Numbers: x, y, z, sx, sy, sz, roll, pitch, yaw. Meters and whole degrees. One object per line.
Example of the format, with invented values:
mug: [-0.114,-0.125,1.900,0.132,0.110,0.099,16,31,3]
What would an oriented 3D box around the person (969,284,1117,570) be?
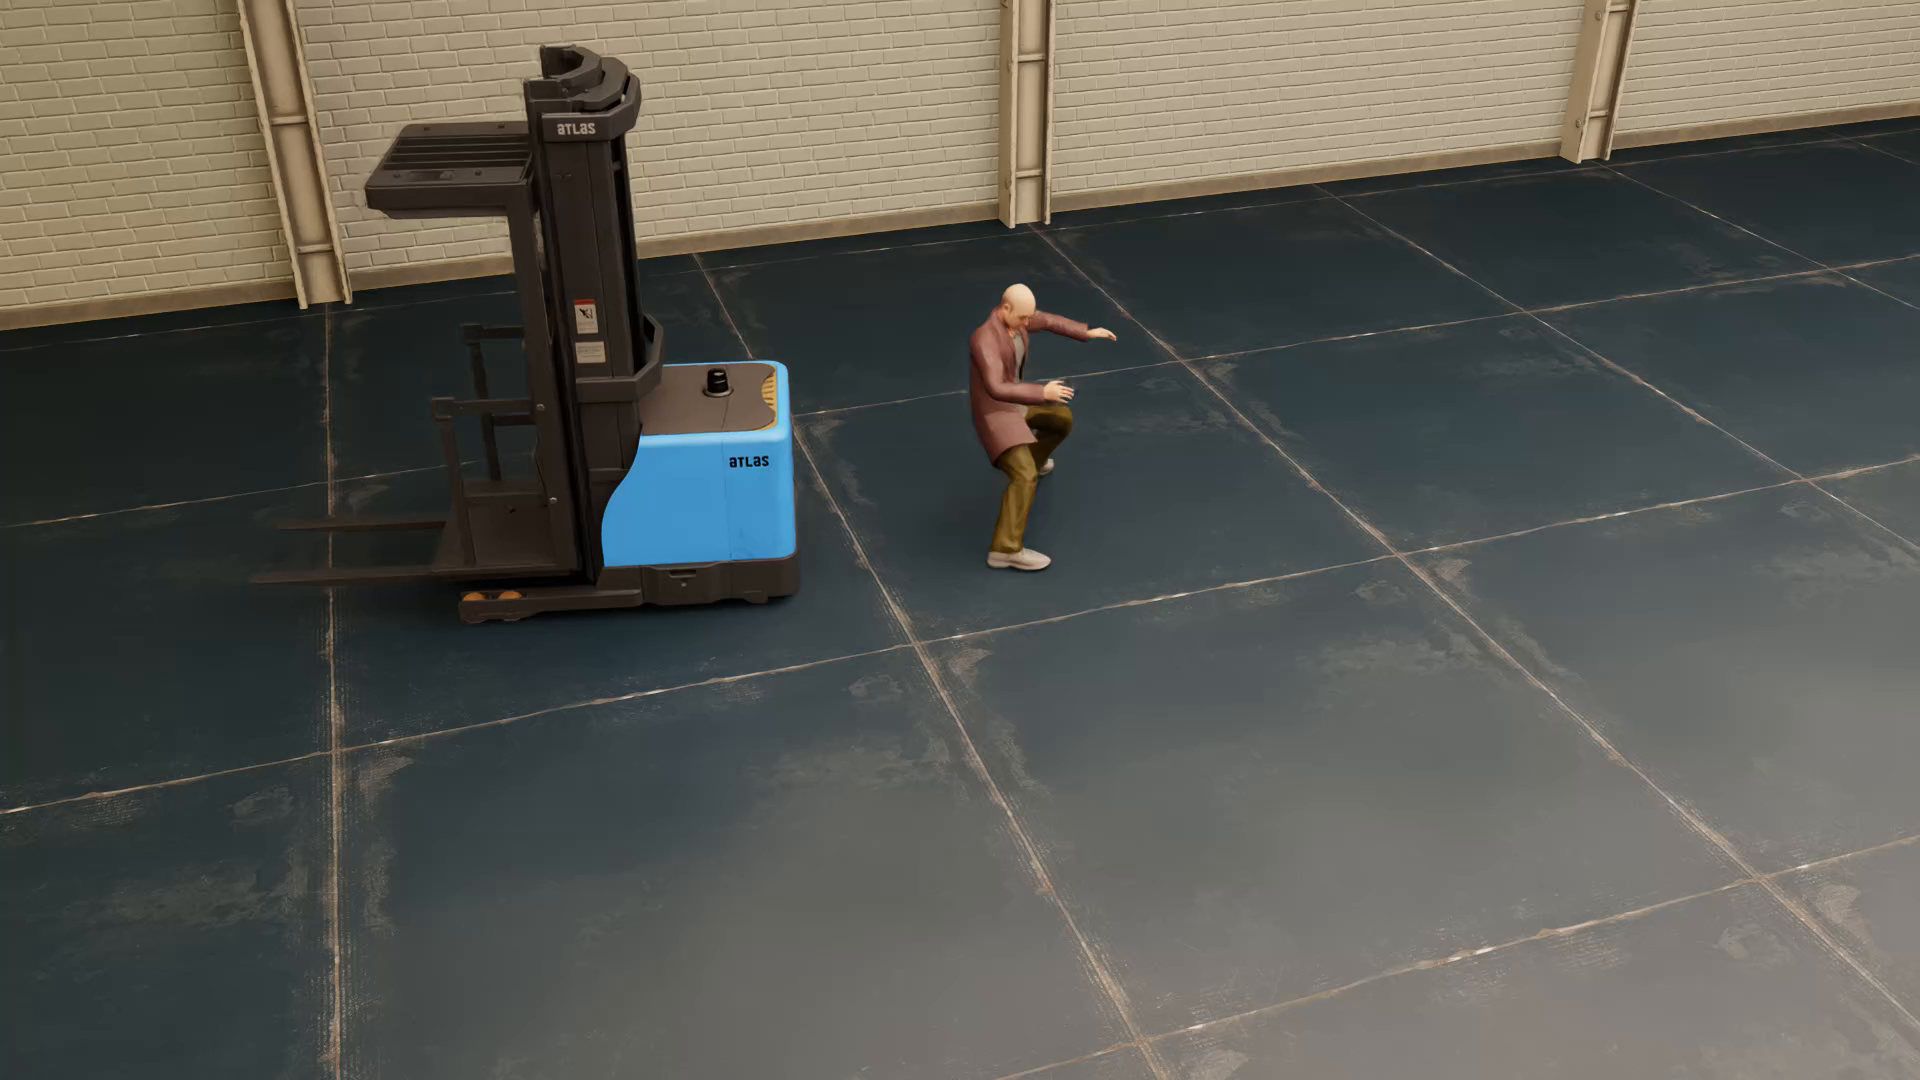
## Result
person: [0.438,-0.731,9.913,0.709,1.376,1.279,14,33,23]

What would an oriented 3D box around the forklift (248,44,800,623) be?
forklift: [-2.457,-1.085,8.973,3.031,2.935,1.130,-3,30,-5]
